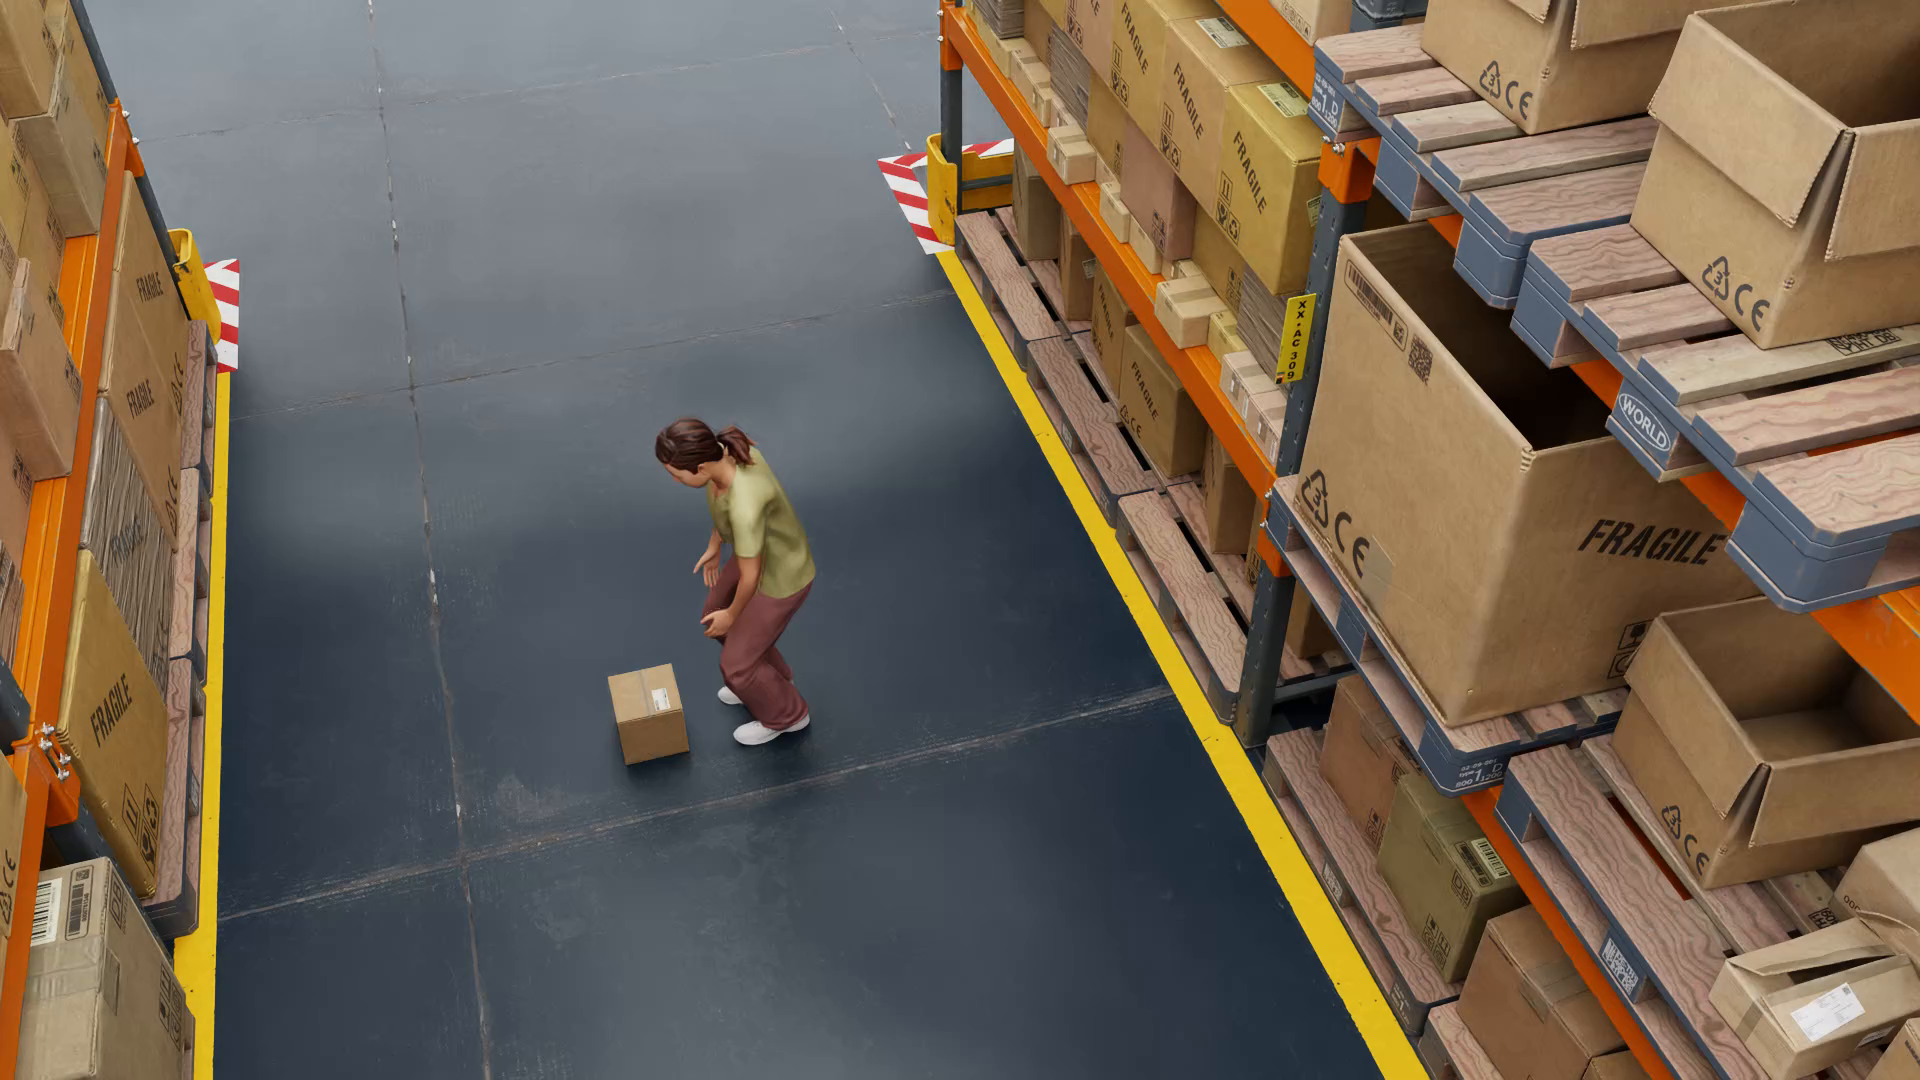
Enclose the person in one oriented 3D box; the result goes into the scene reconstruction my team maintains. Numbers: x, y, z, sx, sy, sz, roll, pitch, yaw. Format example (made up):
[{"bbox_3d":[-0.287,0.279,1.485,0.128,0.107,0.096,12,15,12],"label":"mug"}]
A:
[{"bbox_3d":[-0.785,0.145,6.113,0.510,1.537,0.494,-11,44,-12],"label":"person"}]
